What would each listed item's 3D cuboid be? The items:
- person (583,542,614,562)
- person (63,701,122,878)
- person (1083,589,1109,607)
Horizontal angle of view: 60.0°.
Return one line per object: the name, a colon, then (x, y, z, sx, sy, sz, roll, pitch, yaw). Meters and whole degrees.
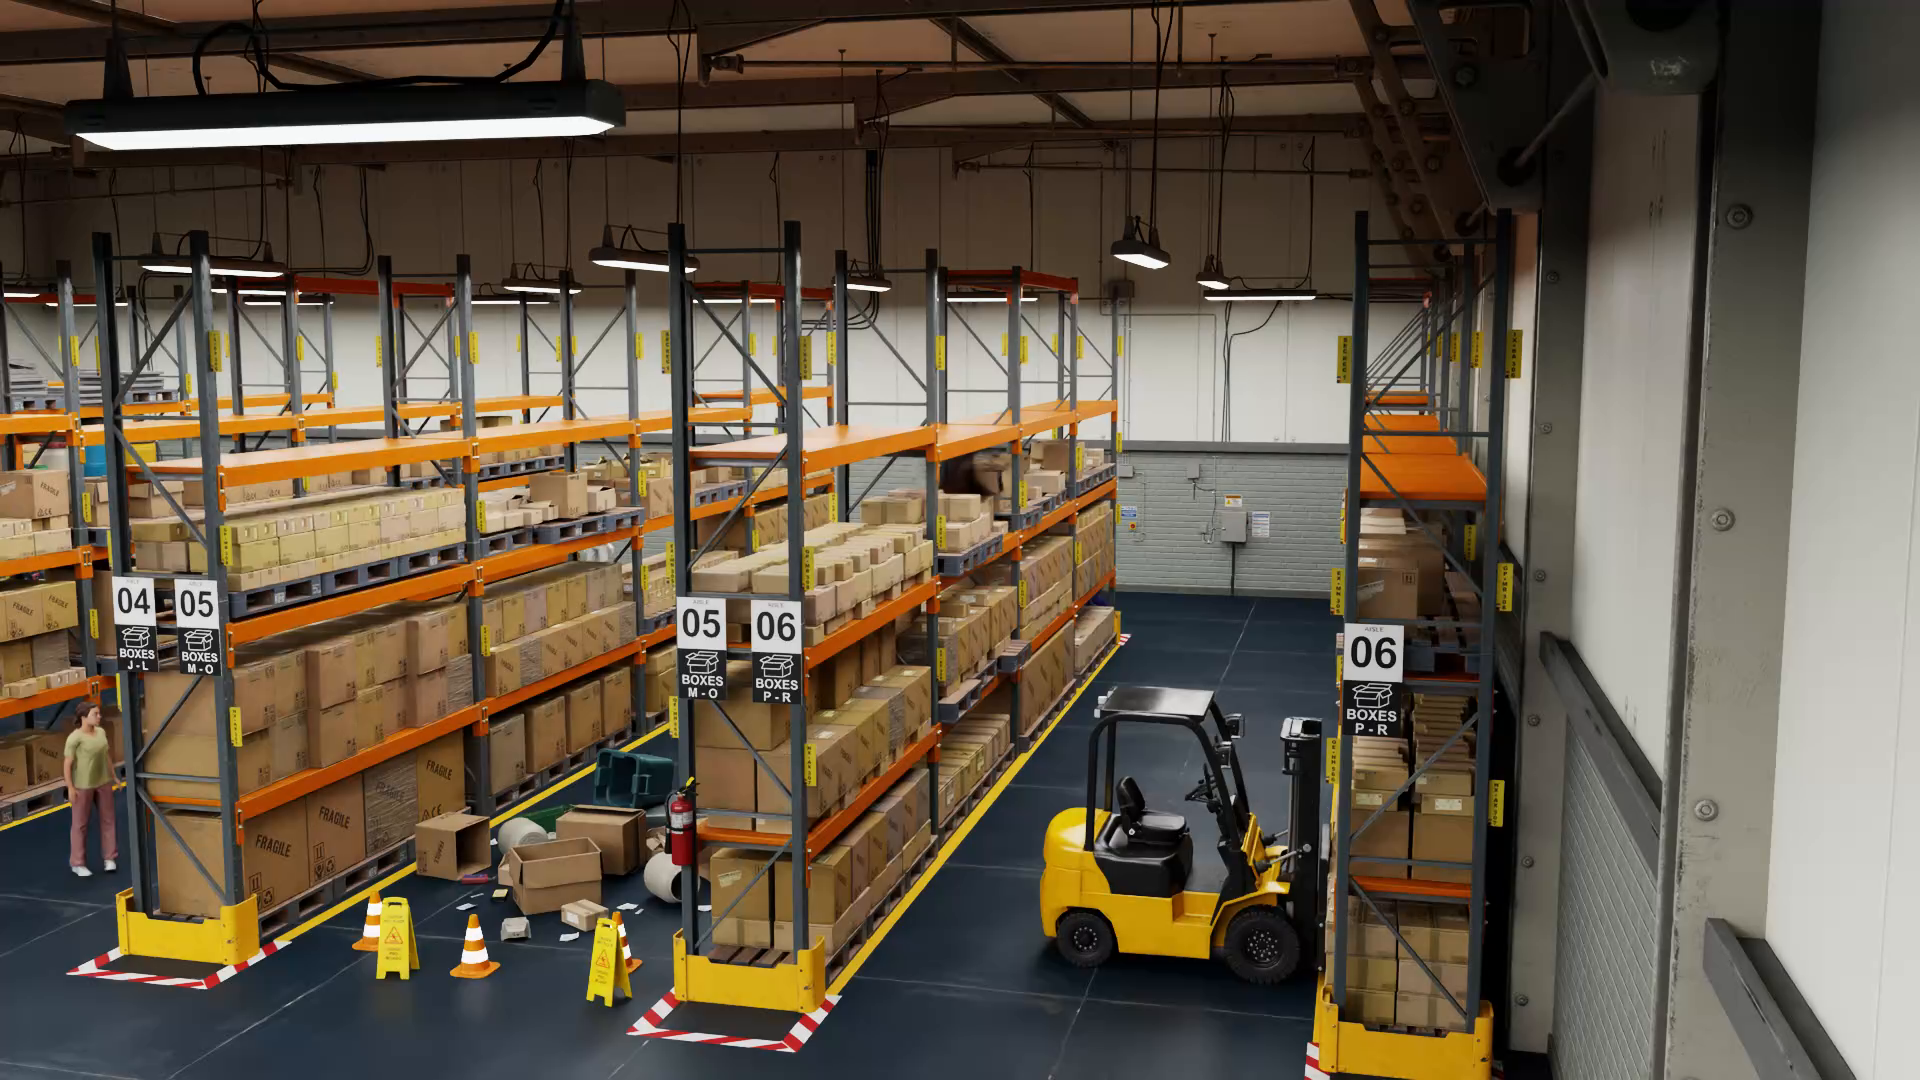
person: (-7.389, 0.141, 33.933, 0.621, 1.787, 0.475, 1, 7, 12)
person: (-8.378, 2.384, 16.082, 0.375, 1.685, 0.540, 4, 8, 28)
person: (2.432, 0.692, 30.259, 0.566, 1.638, 0.589, -4, 8, -28)
